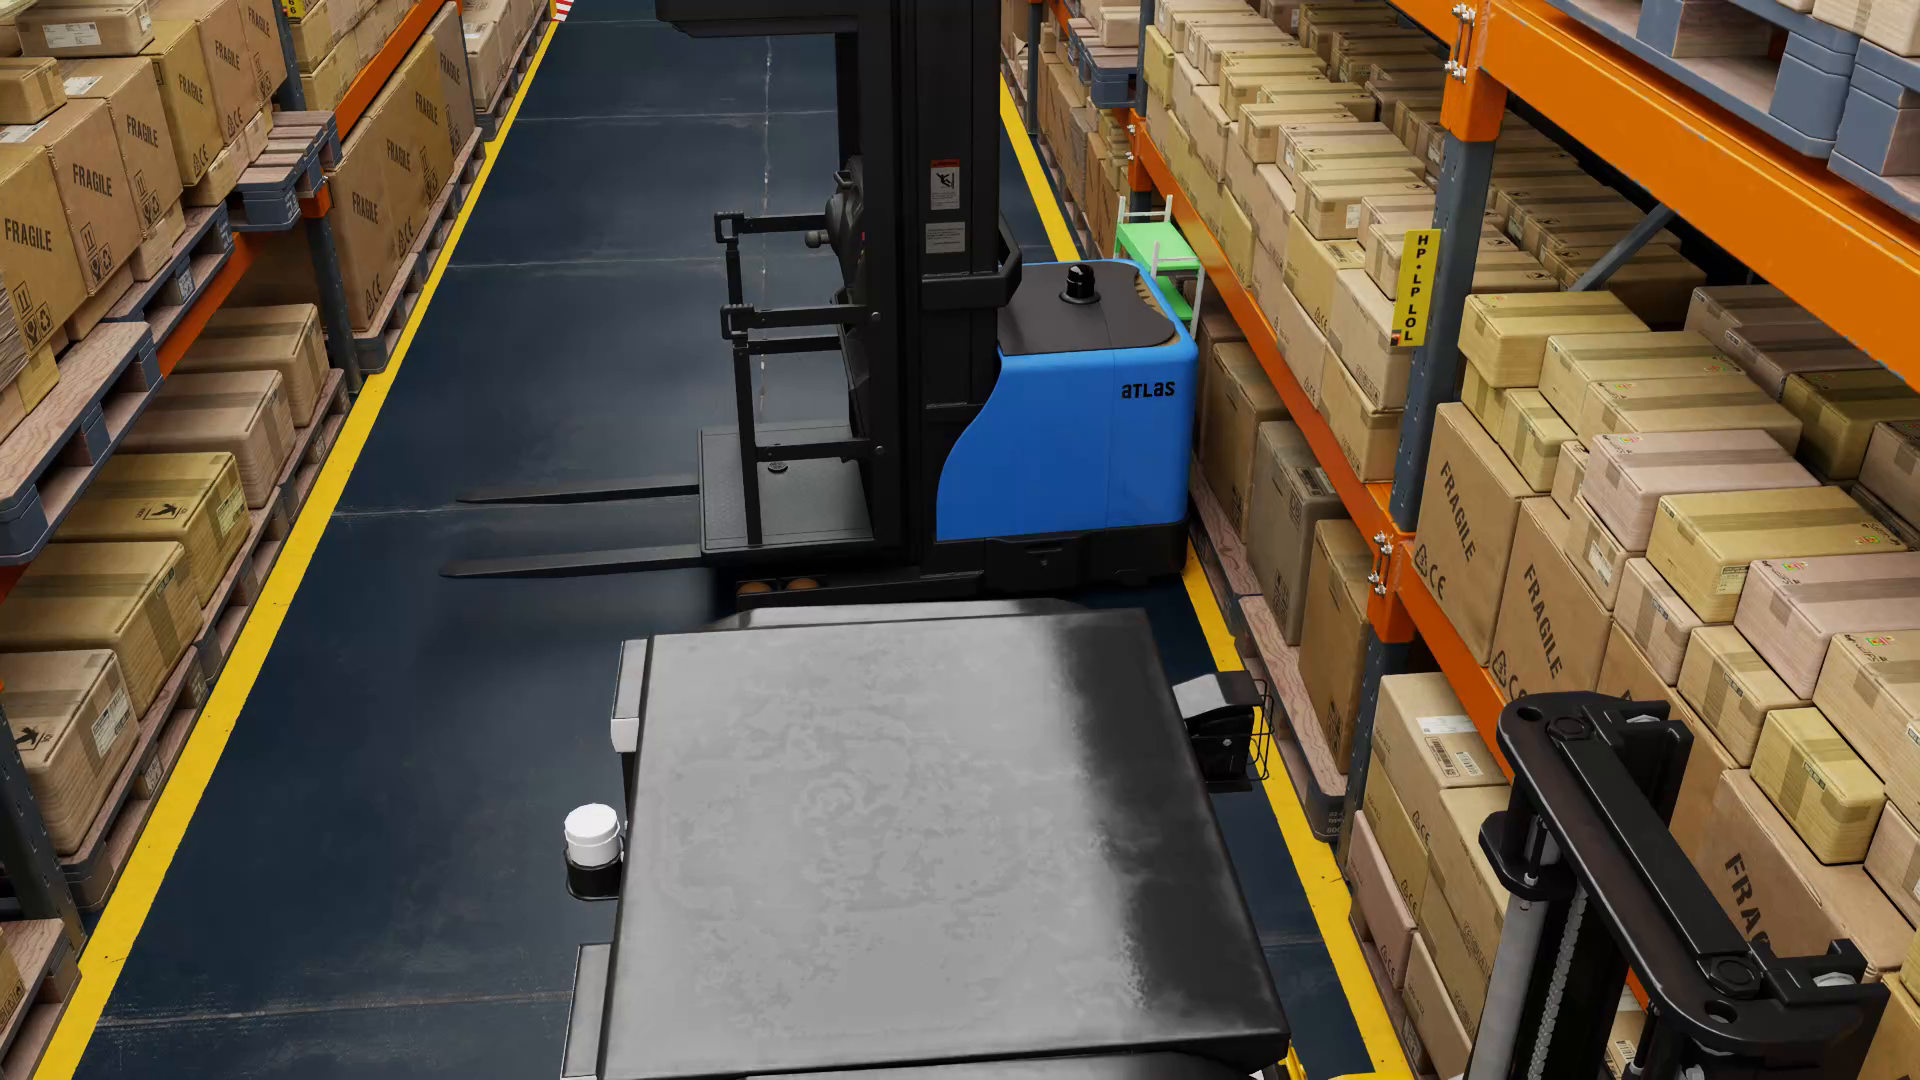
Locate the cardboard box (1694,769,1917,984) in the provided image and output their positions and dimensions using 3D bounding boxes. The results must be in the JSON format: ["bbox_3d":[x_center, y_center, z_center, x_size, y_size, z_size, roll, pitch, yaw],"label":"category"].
[{"bbox_3d":[1.662,0.748,2.975,0.500,0.500,0.500,-3,31,-4],"label":"cardboard box"}]

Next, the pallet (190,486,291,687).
[{"bbox_3d":[-3.392,0.186,6.733,1.003,0.211,1.213,-3,31,-5],"label":"pallet"}]

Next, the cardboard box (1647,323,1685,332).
[{"bbox_3d":[1.949,-0.651,5.074,0.500,0.250,0.500,-3,31,-5],"label":"cardboard box"}]

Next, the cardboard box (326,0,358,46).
[{"bbox_3d":[-3.423,-2.717,8.532,0.500,0.250,0.500,-2,31,-3],"label":"cardboard box"}]

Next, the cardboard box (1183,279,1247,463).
[{"bbox_3d":[1.481,-0.780,7.537,0.875,0.625,0.625,-2,31,-3],"label":"cardboard box"}]

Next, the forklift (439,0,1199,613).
[{"bbox_3d":[-0.616,-1.211,6.419,3.031,2.935,1.130,-4,31,-7],"label":"forklift"}]

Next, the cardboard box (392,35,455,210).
[{"bbox_3d":[-3.718,-2.569,10.288,0.875,0.875,0.875,-2,31,-3],"label":"cardboard box"}]

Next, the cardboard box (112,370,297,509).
[{"bbox_3d":[-3.455,-0.419,7.179,0.950,0.372,0.625,-3,31,-6],"label":"cardboard box"}]

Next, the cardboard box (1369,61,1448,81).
[{"bbox_3d":[1.844,-1.791,6.593,0.380,0.149,0.250,-3,31,-5],"label":"cardboard box"}]

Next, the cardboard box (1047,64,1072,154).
[{"bbox_3d":[0.874,-2.892,11.195,0.500,0.500,0.500,-3,31,-5],"label":"cardboard box"}]

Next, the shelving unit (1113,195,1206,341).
[{"bbox_3d":[0.848,-0.892,7.515,0.258,1.200,0.503,-4,34,-12],"label":"shelving unit"}]

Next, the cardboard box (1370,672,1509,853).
[{"bbox_3d":[1.474,0.603,4.612,0.500,0.250,0.500,-3,31,-5],"label":"cardboard box"}]

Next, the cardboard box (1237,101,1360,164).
[{"bbox_3d":[1.237,-1.497,6.102,0.380,0.149,0.250,-4,31,-6],"label":"cardboard box"}]

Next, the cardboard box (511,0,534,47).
[{"bbox_3d":[-4.067,-4.398,13.777,0.875,0.438,0.875,-2,31,-3],"label":"cardboard box"}]

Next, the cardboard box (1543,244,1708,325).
[{"bbox_3d":[1.922,-0.741,4.835,0.380,0.149,0.250,-3,31,-6],"label":"cardboard box"}]

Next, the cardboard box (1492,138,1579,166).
[{"bbox_3d":[1.884,-1.265,5.713,0.380,0.149,0.250,-3,31,-5],"label":"cardboard box"}]

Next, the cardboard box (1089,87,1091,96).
[{"bbox_3d":[1.001,-2.704,10.247,0.380,0.149,0.250,-3,31,-4],"label":"cardboard box"}]

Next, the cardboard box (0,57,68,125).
[{"bbox_3d":[-3.097,-1.426,5.283,0.380,0.149,0.250,-1,31,-2],"label":"cardboard box"}]

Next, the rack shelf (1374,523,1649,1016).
[{"bbox_3d":[1.928,1.100,3.184,1.077,0.370,4.000,-3,31,-5],"label":"rack shelf"}]

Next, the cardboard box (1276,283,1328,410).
[{"bbox_3d":[1.381,-0.666,5.587,0.500,0.250,0.500,-3,31,-5],"label":"cardboard box"}]

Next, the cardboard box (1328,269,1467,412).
[{"bbox_3d":[1.440,-0.618,5.019,0.500,0.250,0.500,-3,31,-6],"label":"cardboard box"}]

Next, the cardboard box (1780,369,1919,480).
[{"bbox_3d":[2.092,-0.266,3.749,0.380,0.149,0.250,-3,31,-5],"label":"cardboard box"}]

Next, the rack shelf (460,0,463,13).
[{"bbox_3d":[-4.135,-4.786,13.040,1.077,0.370,4.000,-3,31,-5],"label":"rack shelf"}]

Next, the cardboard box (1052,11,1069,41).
[{"bbox_3d":[0.834,-3.501,11.292,0.380,0.149,0.250,-4,31,-7],"label":"cardboard box"}]

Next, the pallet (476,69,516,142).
[{"bbox_3d":[-3.941,-3.269,12.517,1.003,0.211,1.213,-3,31,-5],"label":"pallet"}]

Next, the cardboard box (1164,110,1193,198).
[{"bbox_3d":[1.207,-1.712,7.337,0.500,0.250,0.500,-3,31,-6],"label":"cardboard box"}]

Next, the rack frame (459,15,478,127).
[{"bbox_3d":[-3.948,-4.074,11.146,1.000,3.000,0.127,-3,31,-5],"label":"rack frame"}]

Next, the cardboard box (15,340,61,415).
[{"bbox_3d":[-2.952,-0.487,4.976,0.380,0.149,0.250,-2,31,-4],"label":"cardboard box"}]

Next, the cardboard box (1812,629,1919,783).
[{"bbox_3d":[1.716,0.279,2.838,0.380,0.149,0.250,-3,31,-4],"label":"cardboard box"}]

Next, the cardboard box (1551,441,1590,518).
[{"bbox_3d":[1.587,-0.112,3.782,0.380,0.149,0.250,-3,31,-5],"label":"cardboard box"}]

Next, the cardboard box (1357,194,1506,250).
[{"bbox_3d":[1.475,-0.973,5.224,0.380,0.149,0.250,-3,31,-5],"label":"cardboard box"}]

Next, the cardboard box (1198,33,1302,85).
[{"bbox_3d":[1.216,-2.017,6.972,0.380,0.149,0.250,-2,31,-4],"label":"cardboard box"}]

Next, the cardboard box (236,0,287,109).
[{"bbox_3d":[-3.255,-2.164,7.151,0.500,0.500,0.500,-4,31,-6],"label":"cardboard box"}]

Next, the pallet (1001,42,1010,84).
[{"bbox_3d":[0.813,-4.092,13.895,1.003,0.211,1.213,-3,31,-5],"label":"pallet"}]

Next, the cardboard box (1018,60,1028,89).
[{"bbox_3d":[0.649,-3.541,12.623,0.380,0.149,0.250,-4,31,-6],"label":"cardboard box"}]

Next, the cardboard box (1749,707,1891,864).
[{"bbox_3d":[1.633,0.415,2.900,0.380,0.149,0.250,-3,31,-6],"label":"cardboard box"}]

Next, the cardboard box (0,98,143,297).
[{"bbox_3d":[-3.039,-1.103,5.374,0.500,0.500,0.500,-3,31,-5],"label":"cardboard box"}]

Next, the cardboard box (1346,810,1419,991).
[{"bbox_3d":[1.456,1.033,4.867,0.500,0.250,0.500,-2,31,-4],"label":"cardboard box"}]

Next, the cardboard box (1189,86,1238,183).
[{"bbox_3d":[1.242,-1.660,6.763,0.500,0.250,0.500,-4,31,-6],"label":"cardboard box"}]

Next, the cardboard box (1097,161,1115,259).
[{"bbox_3d":[1.077,-1.841,9.434,0.500,0.500,0.500,-3,31,-5],"label":"cardboard box"}]

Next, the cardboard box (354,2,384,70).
[{"bbox_3d":[-3.478,-2.759,9.090,0.500,0.250,0.500,-2,31,-3],"label":"cardboard box"}]

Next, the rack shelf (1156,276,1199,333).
[{"bbox_3d":[0.858,-1.038,7.418,0.258,0.148,0.480,-4,34,-12],"label":"rack shelf"}]

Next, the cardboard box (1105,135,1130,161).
[{"bbox_3d":[1.032,-2.172,9.356,0.380,0.149,0.250,-4,31,-6],"label":"cardboard box"}]

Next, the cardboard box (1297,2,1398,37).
[{"bbox_3d":[1.735,-2.309,7.460,0.380,0.149,0.250,-2,31,-3],"label":"cardboard box"}]

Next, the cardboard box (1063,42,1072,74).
[{"bbox_3d":[0.900,-3.236,11.137,0.380,0.149,0.250,-4,31,-7],"label":"cardboard box"}]

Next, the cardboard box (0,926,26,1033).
[{"bbox_3d":[-2.878,1.299,4.421,0.500,0.250,0.500,-1,31,-2],"label":"cardboard box"}]

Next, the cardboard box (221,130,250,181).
[{"bbox_3d":[-3.129,-1.560,6.771,0.380,0.149,0.250,-4,31,-7],"label":"cardboard box"}]

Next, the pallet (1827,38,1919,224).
[{"bbox_3d":[1.957,-0.424,2.195,1.003,0.211,1.213,-3,31,-5],"label":"pallet"}]

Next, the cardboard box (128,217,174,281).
[{"bbox_3d":[-3.032,-1.026,5.879,0.380,0.149,0.250,-2,31,-3],"label":"cardboard box"}]

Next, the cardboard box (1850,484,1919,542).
[{"bbox_3d":[2.164,-0.007,3.607,0.380,0.149,0.250,-3,31,-4],"label":"cardboard box"}]

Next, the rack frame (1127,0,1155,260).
[{"bbox_3d":[1.367,-2.272,8.128,1.000,3.000,0.127,-3,31,-5],"label":"rack frame"}]

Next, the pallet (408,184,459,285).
[{"bbox_3d":[-3.684,-1.862,10.162,1.003,0.211,1.213,-3,31,-5],"label":"pallet"}]

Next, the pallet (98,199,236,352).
[{"bbox_3d":[-3.349,-0.941,6.087,1.003,0.211,1.213,-3,31,-5],"label":"pallet"}]

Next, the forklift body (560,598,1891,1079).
[{"bbox_3d":[0.121,1.296,2.982,2.313,2.155,1.214,-3,31,-5],"label":"forklift body"}]

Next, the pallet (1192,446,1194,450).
[{"bbox_3d":[1.405,-0.652,8.136,1.003,0.211,1.213,-3,31,-5],"label":"pallet"}]

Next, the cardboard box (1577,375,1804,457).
[{"bbox_3d":[1.622,-0.243,3.711,0.380,0.149,0.250,-3,31,-6],"label":"cardboard box"}]
